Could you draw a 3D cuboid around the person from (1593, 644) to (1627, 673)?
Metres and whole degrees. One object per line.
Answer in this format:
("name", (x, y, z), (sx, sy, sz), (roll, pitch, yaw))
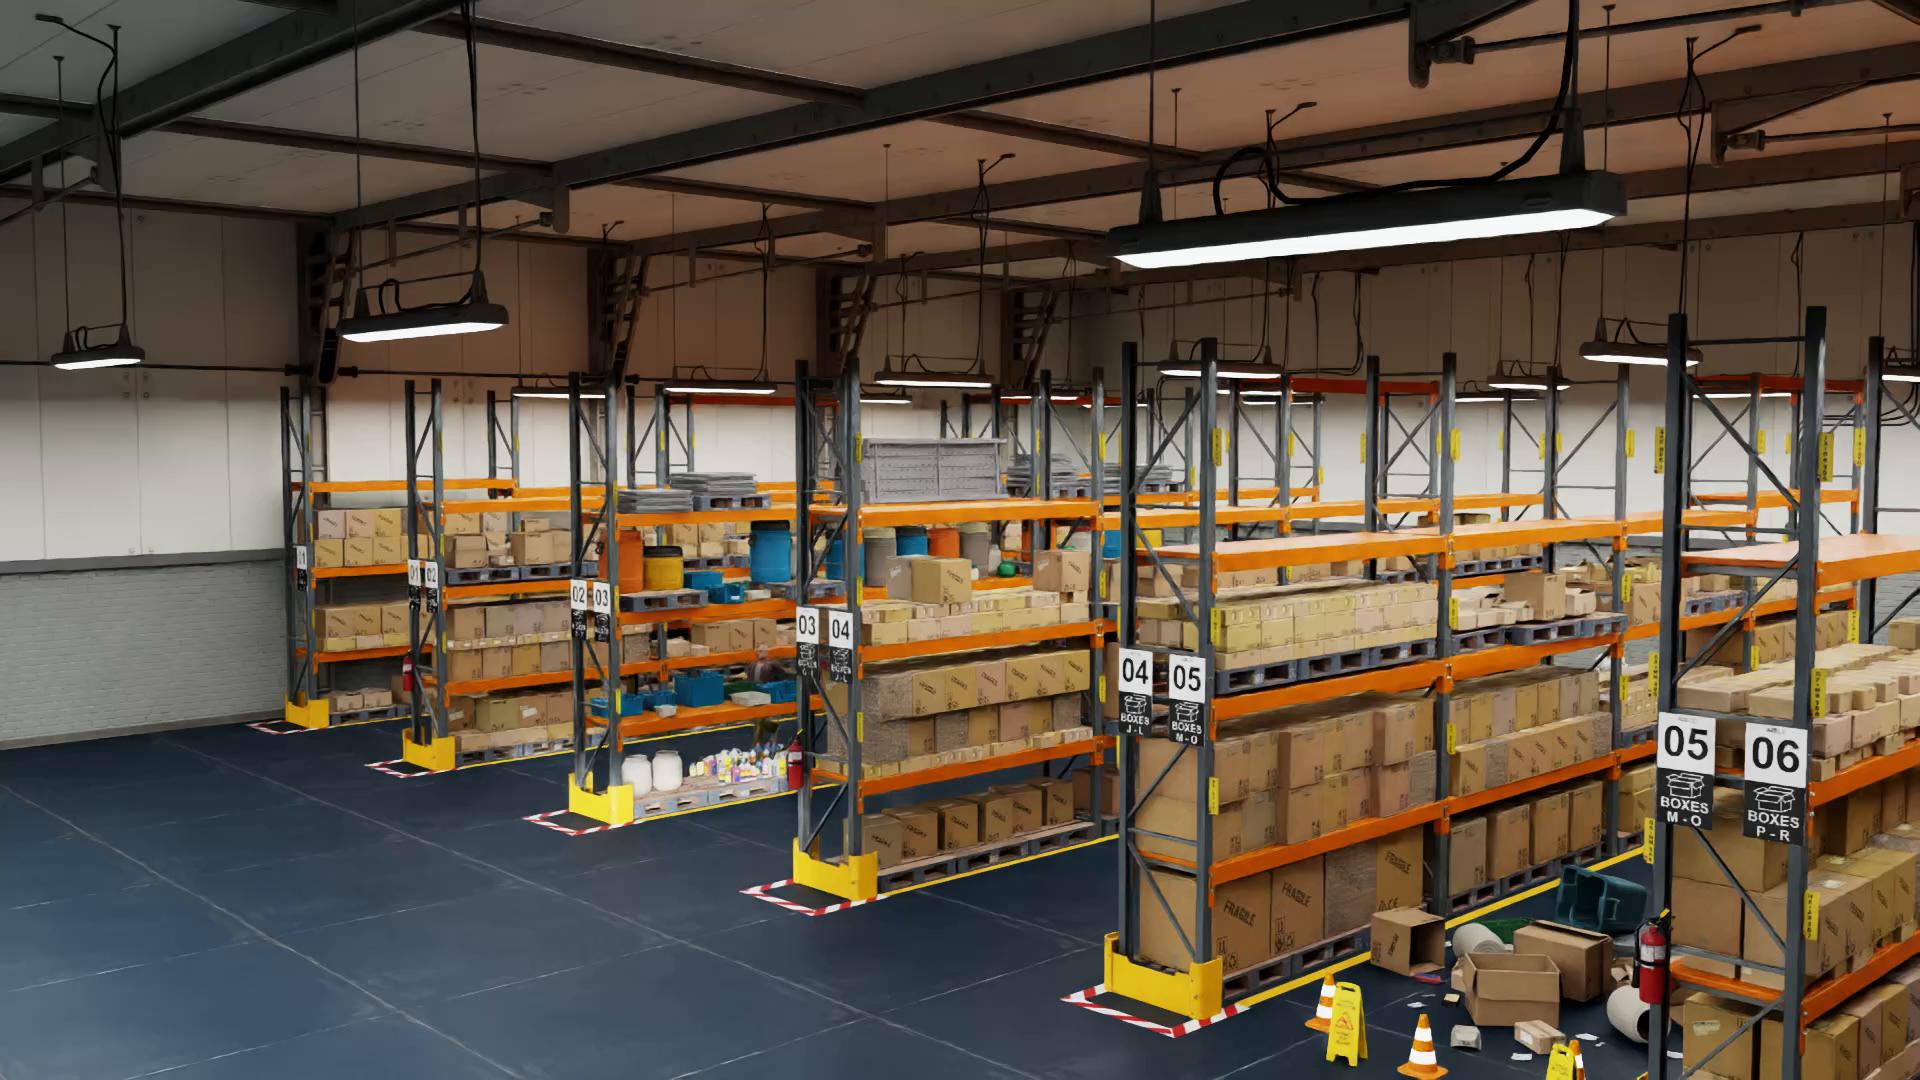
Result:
("person", (11.144, 2.519, 28.481), (0.651, 1.675, 0.807), (4, 5, 44))

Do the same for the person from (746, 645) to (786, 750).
("person", (-3.162, 2.577, 26.836), (0.710, 1.780, 0.972), (2, 4, 31))
